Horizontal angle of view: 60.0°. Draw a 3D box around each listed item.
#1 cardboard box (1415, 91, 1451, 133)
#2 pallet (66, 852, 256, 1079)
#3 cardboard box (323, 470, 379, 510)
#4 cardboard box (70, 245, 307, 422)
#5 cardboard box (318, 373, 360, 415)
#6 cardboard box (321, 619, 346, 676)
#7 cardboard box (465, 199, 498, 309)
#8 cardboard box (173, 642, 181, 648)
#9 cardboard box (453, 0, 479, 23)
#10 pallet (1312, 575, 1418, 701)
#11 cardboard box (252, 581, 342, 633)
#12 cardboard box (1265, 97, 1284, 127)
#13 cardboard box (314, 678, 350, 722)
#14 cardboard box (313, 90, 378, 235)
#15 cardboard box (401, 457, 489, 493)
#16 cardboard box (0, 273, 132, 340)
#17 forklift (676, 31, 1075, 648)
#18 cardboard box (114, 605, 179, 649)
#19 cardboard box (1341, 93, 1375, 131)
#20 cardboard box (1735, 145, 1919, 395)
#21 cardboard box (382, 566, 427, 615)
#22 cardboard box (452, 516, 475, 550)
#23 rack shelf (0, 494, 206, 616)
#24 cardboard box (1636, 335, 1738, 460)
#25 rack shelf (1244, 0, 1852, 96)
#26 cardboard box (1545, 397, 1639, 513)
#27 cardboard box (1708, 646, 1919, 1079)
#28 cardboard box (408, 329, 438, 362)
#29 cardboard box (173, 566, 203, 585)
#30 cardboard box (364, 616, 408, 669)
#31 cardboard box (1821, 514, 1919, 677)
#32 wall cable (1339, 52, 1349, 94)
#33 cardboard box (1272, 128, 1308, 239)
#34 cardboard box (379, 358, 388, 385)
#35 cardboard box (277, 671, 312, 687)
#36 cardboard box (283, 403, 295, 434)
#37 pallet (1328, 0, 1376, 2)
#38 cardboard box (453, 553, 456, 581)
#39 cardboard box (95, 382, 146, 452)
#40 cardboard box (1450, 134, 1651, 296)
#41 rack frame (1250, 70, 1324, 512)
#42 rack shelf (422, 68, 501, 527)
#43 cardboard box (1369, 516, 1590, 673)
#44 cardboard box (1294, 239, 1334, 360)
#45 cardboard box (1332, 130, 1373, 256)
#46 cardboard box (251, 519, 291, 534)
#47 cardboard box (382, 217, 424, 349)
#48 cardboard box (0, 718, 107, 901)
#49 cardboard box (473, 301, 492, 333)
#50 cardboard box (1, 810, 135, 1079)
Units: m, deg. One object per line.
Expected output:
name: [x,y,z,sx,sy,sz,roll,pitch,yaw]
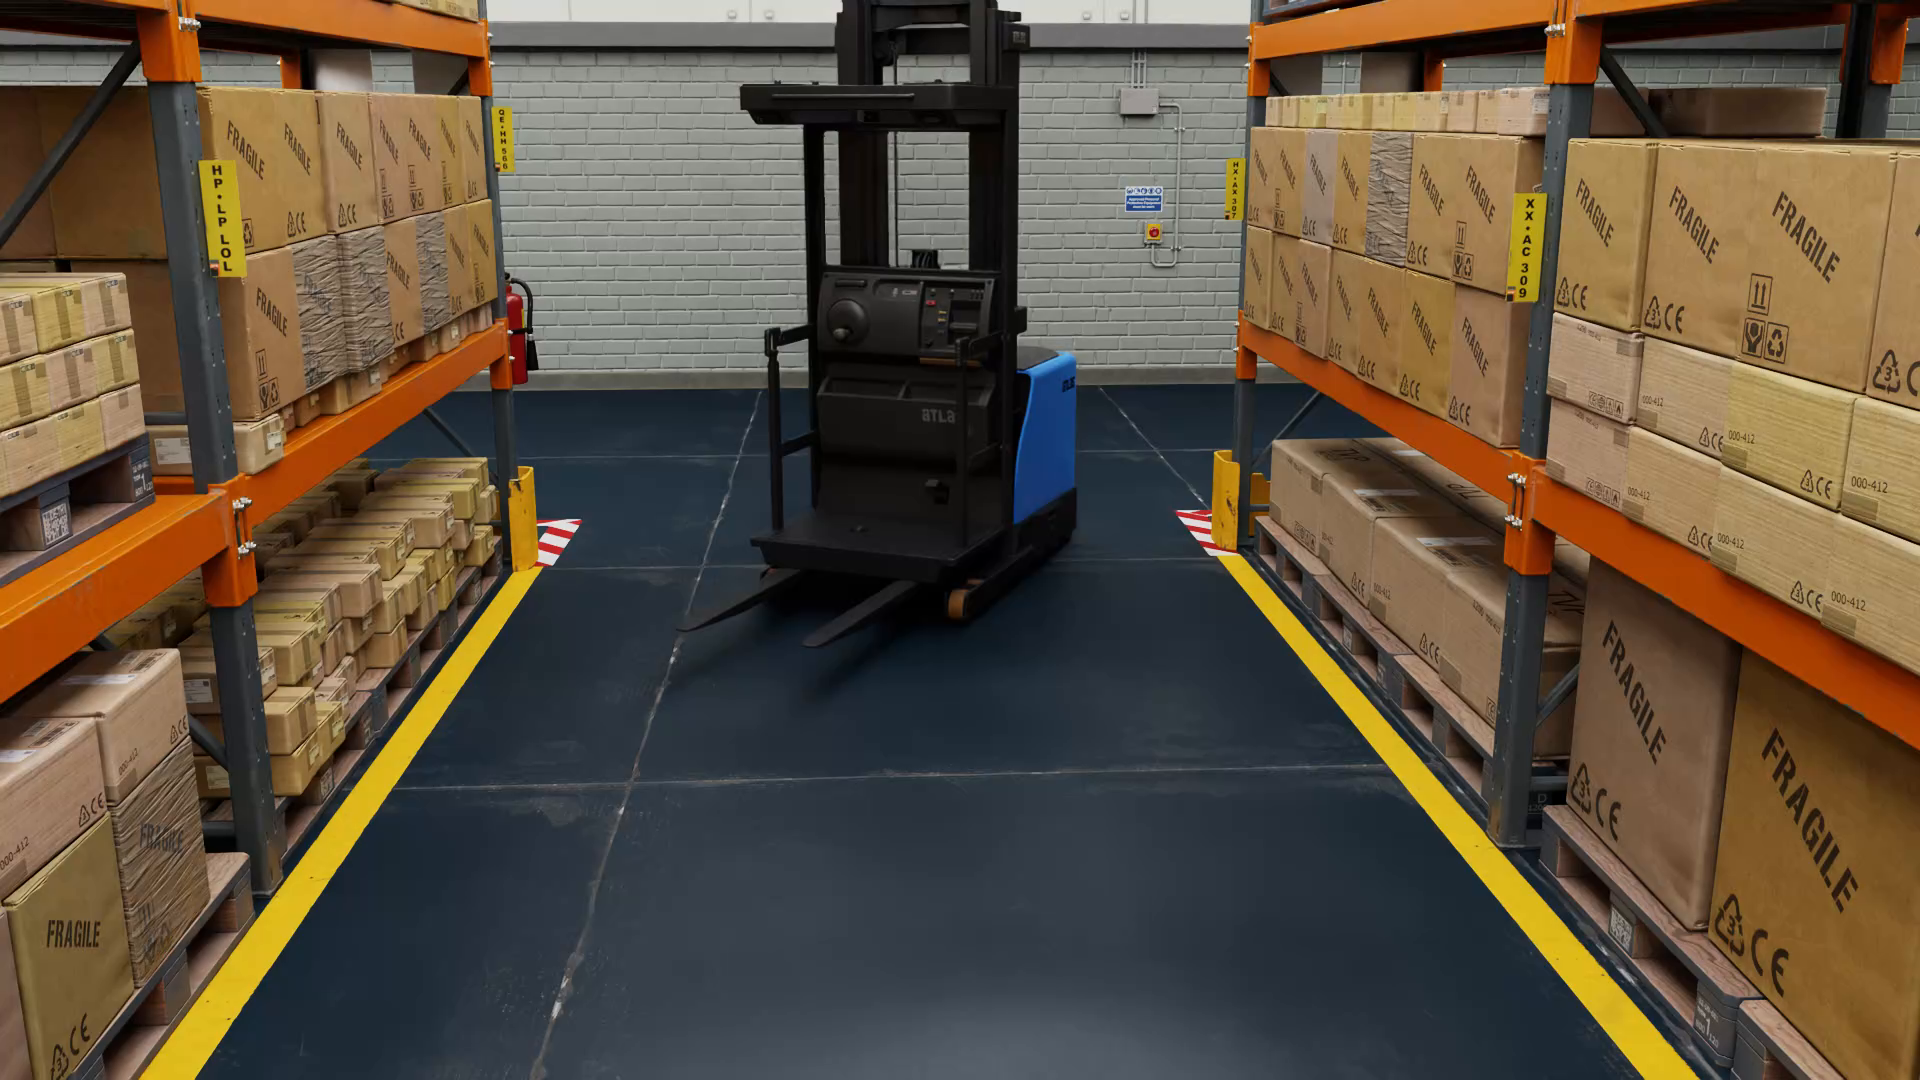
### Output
cardboard box: [1.949,-1.617,6.280,0.380,0.149,0.250,-1,14,-4]
pallet: [-2.601,1.201,4.434,1.003,0.211,1.213,-1,14,-3]
cardboard box: [-3.068,-0.246,8.148,0.380,0.149,0.250,-1,14,-2]
cardboard box: [-2.429,-0.662,5.283,0.500,0.500,0.500,-1,14,-4]
cardboard box: [-2.462,-0.557,6.174,0.380,0.149,0.250,-1,14,-2]
cardboard box: [-2.524,0.407,6.208,0.380,0.149,0.250,-2,15,-6]
cardboard box: [-2.613,-1.422,8.237,0.500,0.500,0.500,-1,14,-2]
cardboard box: [-2.968,0.420,6.157,0.380,0.149,0.250,-1,14,-3]
cardboard box: [-2.606,-2.609,7.926,0.500,0.250,0.500,-1,14,-5]
pallet: [2.236,0.412,7.502,1.003,0.211,1.213,-1,14,-3]
cardboard box: [-2.526,0.262,6.175,0.380,0.149,0.250,-1,14,-5]
cardboard box: [1.782,-2.193,8.522,0.380,0.149,0.250,-1,14,-2]
cardboard box: [-2.436,0.612,6.007,0.380,0.149,0.250,-1,14,-4]
cardboard box: [-2.483,-1.390,6.104,0.500,0.500,0.500,-1,14,-3]
cardboard box: [-2.612,-0.321,8.437,0.380,0.149,0.250,-1,14,-3]
cardboard box: [-2.431,-0.616,4.367,0.380,0.149,0.250,0,14,-1]
forklift: [2.355,-1.810,6.109,7.407,5.209,9.711,6,15,21]
cardboard box: [-3.010,0.337,5.880,0.380,0.149,0.250,-1,14,-4]
cardboard box: [1.836,-1.807,7.020,0.380,0.149,0.250,-1,14,-5]
cardboard box: [2.112,-0.612,3.679,0.500,0.500,0.500,-1,14,-5]
cardboard box: [-2.459,0.212,6.962,0.380,0.149,0.250,-1,14,-3]
cardboard box: [-2.547,-0.048,7.976,0.380,0.149,0.250,-1,15,-6]
rack shelf: [-2.526,0.408,2.971,0.919,0.124,3.809,-1,14,-3]
cardboard box: [2.090,-0.371,4.245,0.500,0.250,0.500,-1,14,-3]
rack shelf: [2.160,-2.046,6.882,1.077,0.370,4.000,-1,14,-3]
cardboard box: [2.048,-0.258,4.811,0.500,0.250,0.500,-1,14,-5]
cardboard box: [2.466,0.759,3.979,0.875,0.875,0.875,0,14,-2]
cardboard box: [-2.561,-0.885,7.452,0.380,0.149,0.250,-2,15,-6]
cardboard box: [-3.057,0.206,6.392,0.380,0.149,0.250,-2,15,-6]
cardboard box: [-2.473,0.417,6.764,0.380,0.149,0.250,-1,14,-5]
cardboard box: [2.119,0.123,3.331,0.500,0.250,0.500,-1,14,-4]
wall cable: [3.078,-3.358,14.518,0.588,1.984,0.122,-1,14,-3]
cardboard box: [1.821,-1.720,7.983,0.500,0.500,0.500,-1,14,-5]
cardboard box: [-2.534,-0.689,6.690,0.380,0.149,0.250,0,14,-1]
cardboard box: [-2.459,0.534,5.713,0.380,0.149,0.250,-1,14,-3]
cardboard box: [-2.500,-0.425,5.663,0.380,0.149,0.250,-2,15,-6]
pallet: [2.171,-2.360,6.838,1.003,0.211,1.213,-1,14,-3]
cardboard box: [-2.582,0.158,7.771,0.380,0.149,0.250,-1,14,-3]
cardboard box: [-2.428,-0.329,4.446,0.380,0.149,0.250,-1,14,-5]
cardboard box: [1.979,-1.090,5.536,0.500,0.500,0.500,-1,14,-4]
rack frame: [2.039,-1.439,9.100,0.949,2.616,0.053,-1,14,-3]
rack shelf: [-2.901,-1.337,8.705,0.949,2.616,0.053,-1,14,-3]
cardboard box: [2.296,0.213,6.979,0.875,0.438,0.875,-1,14,-5]
cardboard box: [1.852,-1.112,7.626,0.500,0.500,0.500,-1,14,-4]
cardboard box: [1.892,-1.468,7.003,0.500,0.500,0.500,-1,14,-3]
cardboard box: [-3.103,0.014,7.136,0.380,0.149,0.250,-1,14,-3]
cardboard box: [-2.525,-1.044,6.766,0.500,0.500,0.500,0,14,-1]
cardboard box: [-2.333,0.611,3.802,0.500,0.250,0.500,0,14,-1]
cardboard box: [-2.596,-1.139,8.438,0.380,0.149,0.250,-1,14,-3]
cardboard box: [-2.322,0.972,3.902,0.500,0.500,0.500,-1,14,-5]
